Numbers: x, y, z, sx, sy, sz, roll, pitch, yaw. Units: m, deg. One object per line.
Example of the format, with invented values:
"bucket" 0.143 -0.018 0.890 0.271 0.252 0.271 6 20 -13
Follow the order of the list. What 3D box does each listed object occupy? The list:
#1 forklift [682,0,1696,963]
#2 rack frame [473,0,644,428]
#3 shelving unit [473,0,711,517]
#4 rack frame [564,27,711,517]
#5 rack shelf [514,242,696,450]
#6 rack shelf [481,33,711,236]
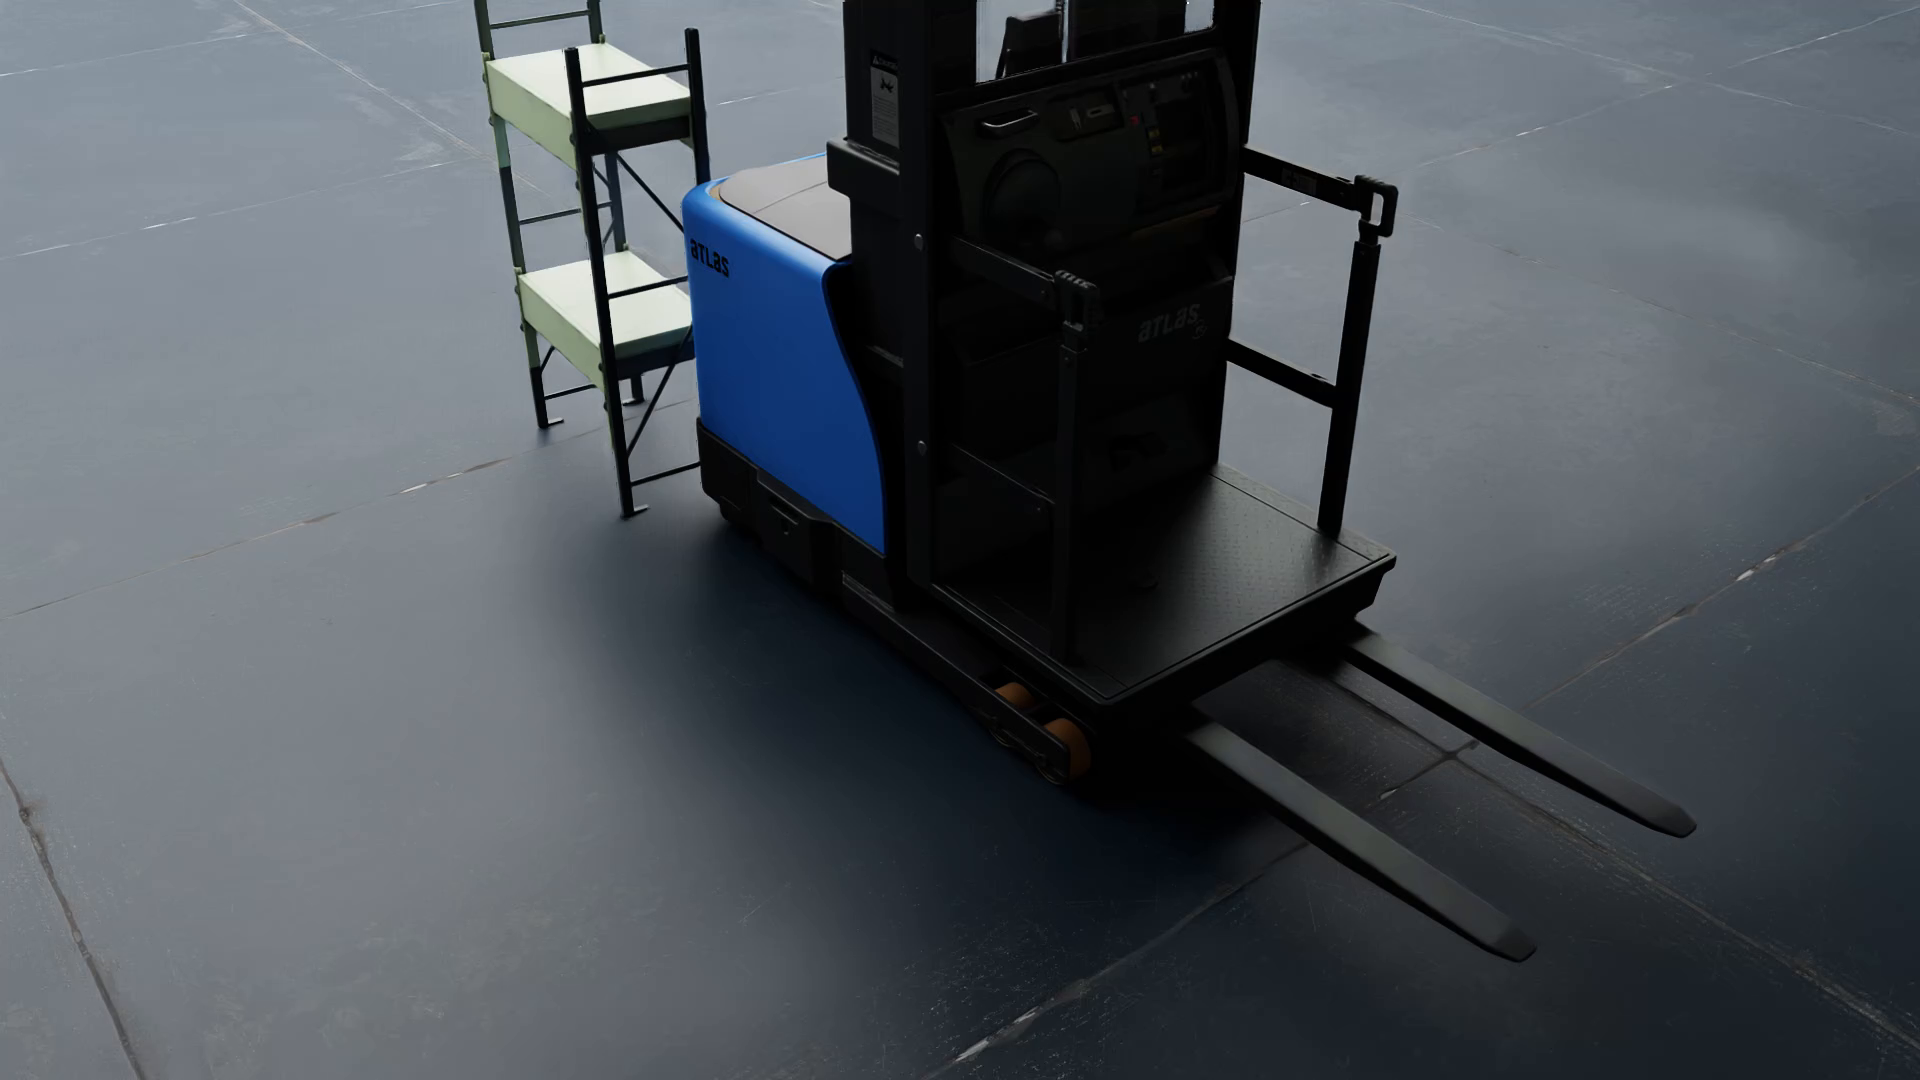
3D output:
"forklift" 0.473 -0.920 3.954 1.130 2.935 3.031 -23 38 -32
"rack frame" -1.328 -1.097 5.594 0.400 1.500 0.023 -19 37 -28
"shelving unit" -1.126 -0.936 5.335 0.431 1.500 0.755 -19 37 -28
"rack frame" -0.923 -0.775 5.076 0.400 1.500 0.023 -19 37 -28
"rack shelf" -1.126 -0.659 5.507 0.431 0.370 0.720 -19 37 -28
"rack shelf" -1.126 -1.267 5.129 0.431 0.370 0.720 -19 37 -28
